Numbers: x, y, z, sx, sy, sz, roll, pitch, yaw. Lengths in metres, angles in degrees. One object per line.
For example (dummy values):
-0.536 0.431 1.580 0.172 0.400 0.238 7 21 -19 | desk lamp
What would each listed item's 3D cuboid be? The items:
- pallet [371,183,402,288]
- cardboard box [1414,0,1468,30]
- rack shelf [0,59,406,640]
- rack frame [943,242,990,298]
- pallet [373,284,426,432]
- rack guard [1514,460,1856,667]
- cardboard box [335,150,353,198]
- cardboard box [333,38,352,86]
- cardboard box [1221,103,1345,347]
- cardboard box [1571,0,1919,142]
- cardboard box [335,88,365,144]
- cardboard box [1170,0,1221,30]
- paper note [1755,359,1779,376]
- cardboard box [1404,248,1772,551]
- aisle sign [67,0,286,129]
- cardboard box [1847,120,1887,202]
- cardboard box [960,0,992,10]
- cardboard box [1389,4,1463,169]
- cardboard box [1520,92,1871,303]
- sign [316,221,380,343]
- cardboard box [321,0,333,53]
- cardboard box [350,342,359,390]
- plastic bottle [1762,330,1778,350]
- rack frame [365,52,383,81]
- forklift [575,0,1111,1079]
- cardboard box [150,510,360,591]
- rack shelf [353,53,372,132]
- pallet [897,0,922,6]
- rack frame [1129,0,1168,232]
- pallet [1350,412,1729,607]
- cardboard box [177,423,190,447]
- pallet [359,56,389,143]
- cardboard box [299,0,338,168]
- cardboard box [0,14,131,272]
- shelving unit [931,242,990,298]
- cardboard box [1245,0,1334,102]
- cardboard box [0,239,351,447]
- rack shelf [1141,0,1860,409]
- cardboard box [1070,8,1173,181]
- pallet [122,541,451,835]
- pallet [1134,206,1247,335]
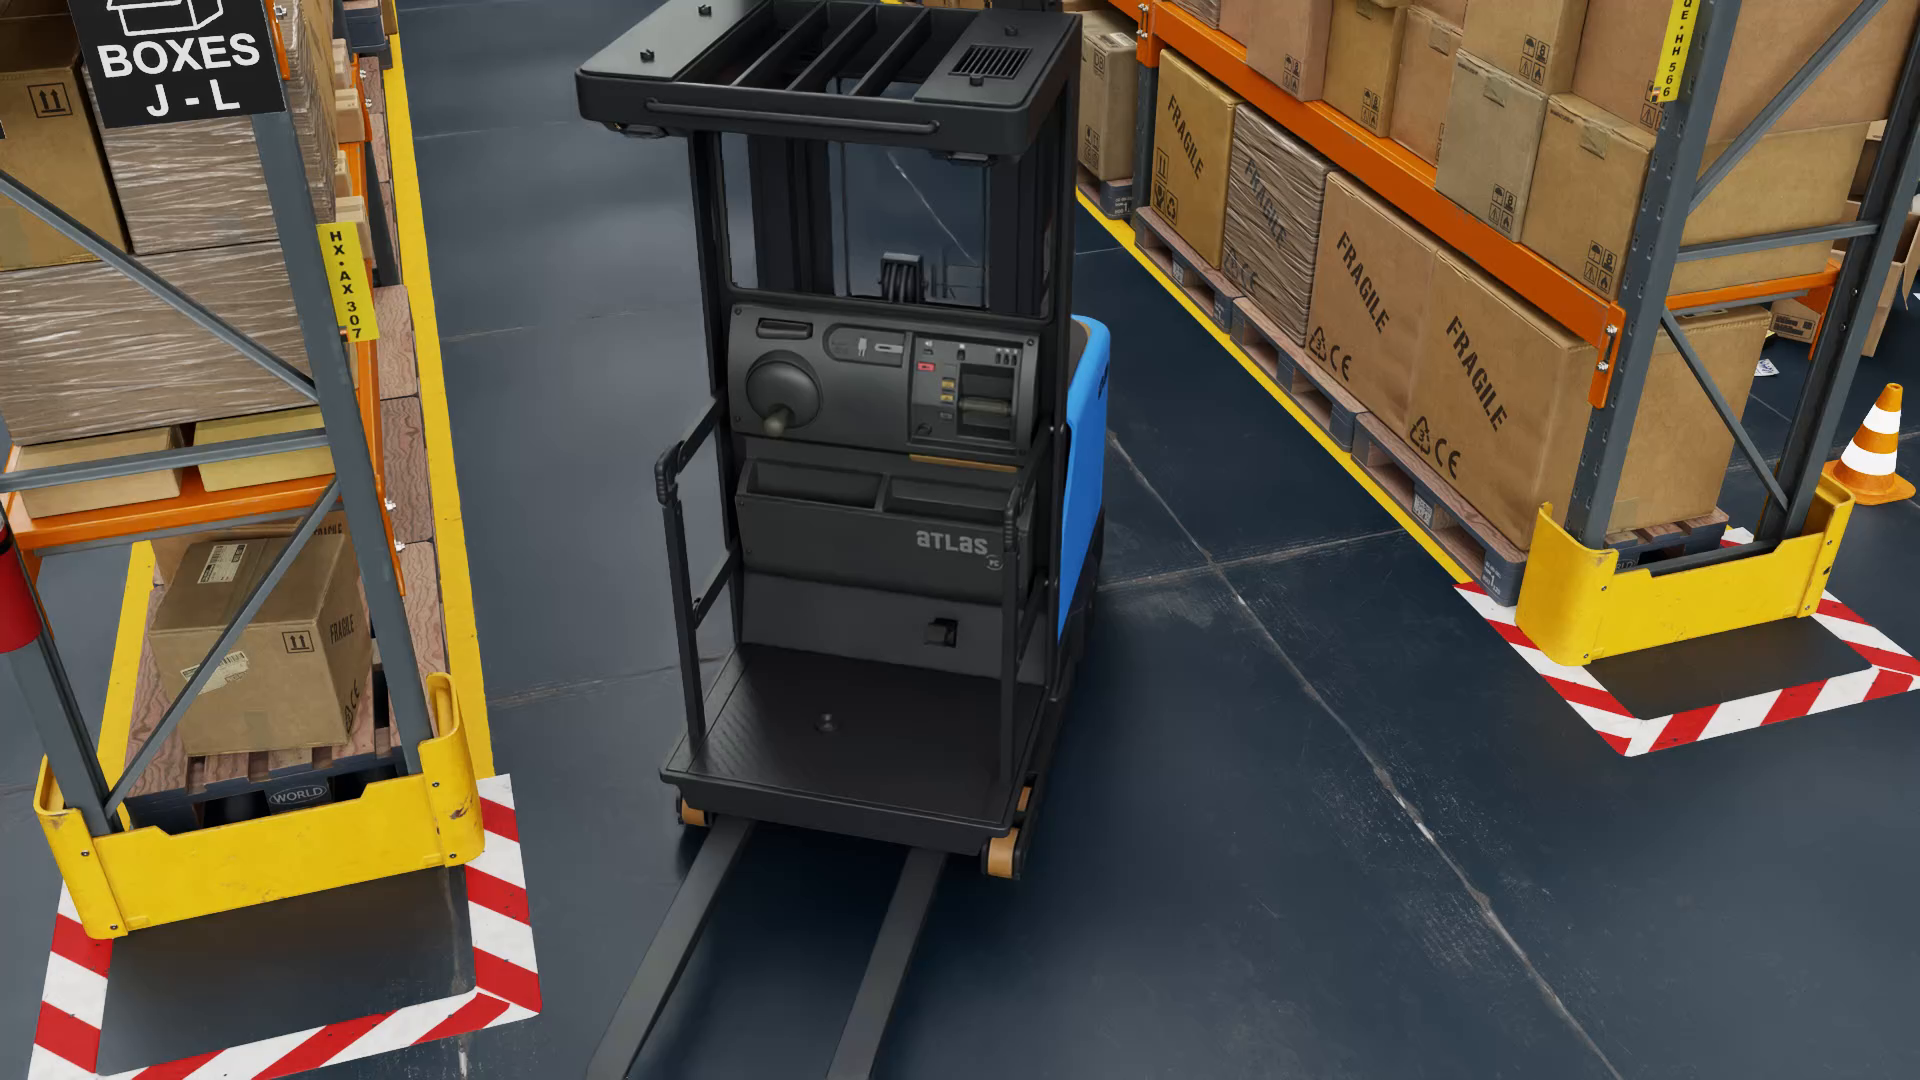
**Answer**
-3.536 -1.547 8.899 1.003 0.211 1.213 -10 35 -15 | pallet
2.304 -2.287 6.374 0.875 0.550 0.550 -10 35 -15 | cardboard box
-2.687 -0.951 6.121 1.077 0.370 4.000 -10 35 -15 | rack shelf
0.053 -0.605 6.578 0.240 1.200 0.006 7 34 11 | rack frame
-3.058 -0.791 7.756 1.003 0.211 1.213 -10 35 -15 | pallet
2.685 0.073 6.186 1.175 0.500 0.348 -10 35 -15 | rack guard
-2.508 -1.343 6.290 0.380 0.149 0.250 -10 35 -15 | cardboard box
-2.951 -2.133 7.485 0.380 0.149 0.250 -10 35 -15 | cardboard box
1.861 -1.557 7.931 0.875 0.875 0.875 -10 35 -14 | cardboard box
2.601 -1.697 5.481 0.875 0.550 0.550 -10 35 -15 | cardboard box
-2.683 -1.746 6.900 0.380 0.149 0.250 -10 35 -15 | cardboard box
1.581 -2.953 8.362 0.875 0.550 0.550 -10 35 -15 | cardboard box
3.829 -0.830 7.980 0.144 0.017 0.142 1 33 2 | paper note
2.408 -0.616 6.508 0.875 0.875 0.875 -10 35 -14 | cardboard box
-1.772 -1.304 3.644 0.394 0.787 0.004 -10 35 -15 | aisle sign
5.172 -2.135 9.525 0.500 0.500 0.500 13 36 18 | cardboard box
0.607 -3.626 11.176 1.050 0.750 0.750 -9 35 -14 | cardboard box
2.282 -1.832 6.666 0.875 0.550 0.550 -10 35 -15 | cardboard box
2.521 -1.232 5.758 0.875 0.550 0.550 -10 35 -15 | cardboard box
-1.560 -0.654 4.233 0.100 0.325 0.005 -10 35 -15 | sign
-2.443 -1.906 5.647 0.500 0.500 0.500 -10 35 -15 | cardboard box
-2.057 -0.554 5.096 0.380 0.149 0.250 -10 35 -15 | cardboard box
3.891 -1.032 8.257 0.133 0.061 0.283 -23 40 -31 | plastic bottle
-4.517 -4.401 10.690 1.000 3.000 0.127 -10 35 -15 | rack frame
-0.280 -0.406 4.705 1.130 2.935 3.031 7 34 11 | forklift
-2.466 0.028 5.874 0.500 0.500 0.500 -1 33 -2 | cardboard box
-3.907 -3.051 9.299 1.077 0.370 4.000 -10 35 -15 | rack shelf
0.000 -4.430 13.262 1.003 0.211 1.213 -10 35 -15 | pallet
1.458 -3.082 8.694 1.000 3.000 0.127 -10 35 -15 | rack frame
2.359 -0.226 6.900 1.003 0.211 1.213 -10 35 -15 | pallet
-2.436 -0.343 4.776 0.380 0.149 0.250 -10 35 -15 | cardboard box
-4.280 -2.828 10.838 1.003 0.211 1.213 -10 35 -15 | pallet
-2.131 -1.383 4.854 0.500 0.500 0.500 -10 35 -15 | cardboard box
-2.480 -1.031 4.323 0.500 0.500 0.500 -10 35 -15 | cardboard box
0.032 -0.556 6.504 0.258 1.200 0.189 7 34 11 | shelving unit
1.823 -2.365 7.472 0.875 0.550 0.550 -10 35 -15 | cardboard box
-2.218 -0.660 4.668 0.875 0.500 0.500 -10 35 -15 | cardboard box
2.068 -1.732 7.303 1.077 0.370 4.000 -10 35 -15 | rack shelf
1.183 -2.630 9.669 1.050 0.750 0.750 -10 35 -15 | cardboard box
-2.314 0.490 5.817 1.003 0.211 1.213 -10 35 -15 | pallet
1.615 -1.507 8.839 1.003 0.211 1.213 -10 35 -15 | pallet
